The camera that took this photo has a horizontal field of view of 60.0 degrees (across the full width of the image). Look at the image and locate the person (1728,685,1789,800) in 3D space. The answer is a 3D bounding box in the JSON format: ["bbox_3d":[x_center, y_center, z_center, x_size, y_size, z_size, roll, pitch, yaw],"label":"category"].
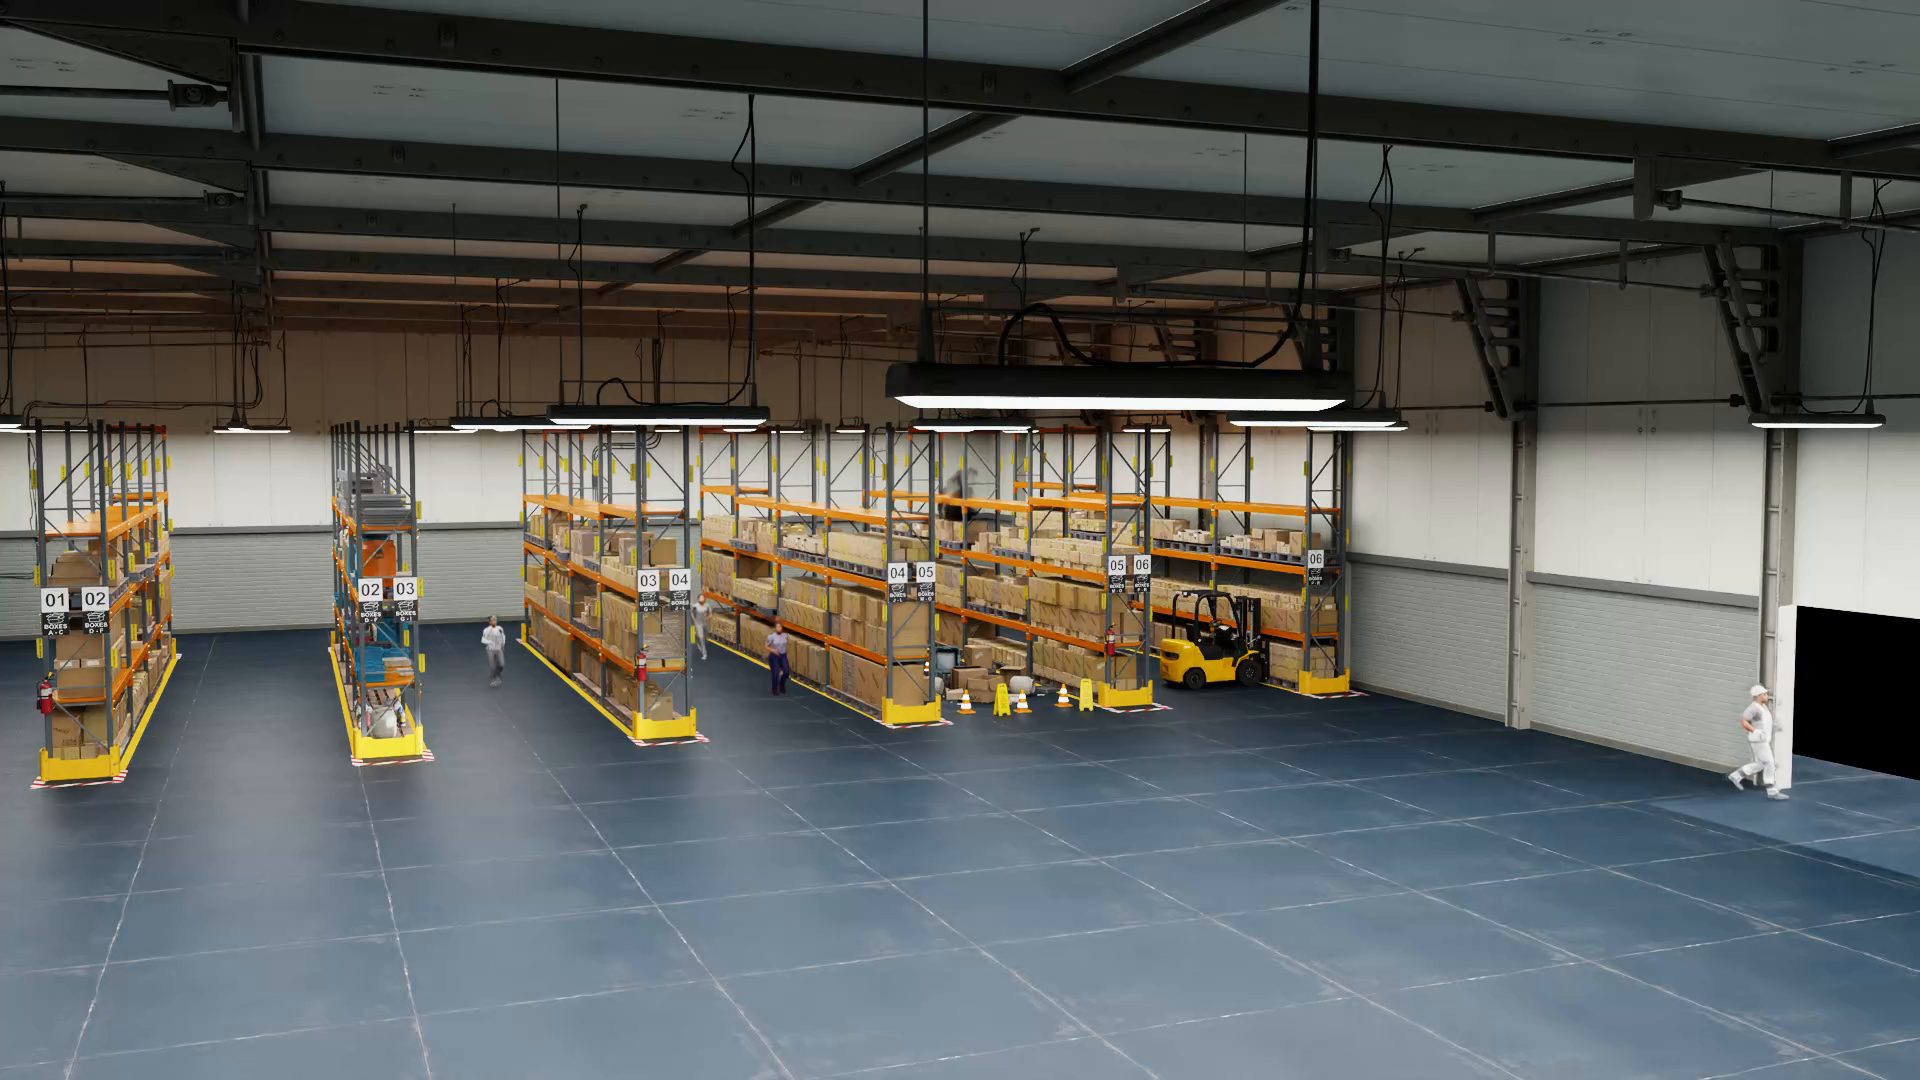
[{"bbox_3d":[12.617,3.179,26.252,0.906,1.770,0.672,3,4,36],"label":"person"}]

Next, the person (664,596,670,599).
[{"bbox_3d":[-8.650,1.867,48.375,0.714,1.690,0.634,3,5,40],"label":"person"}]

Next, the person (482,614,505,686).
[{"bbox_3d":[-10.575,2.514,37.868,0.587,1.656,0.595,-2,4,-32],"label":"person"}]

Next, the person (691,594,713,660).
[{"bbox_3d":[-6.680,2.220,43.081,0.537,1.666,1.103,-2,4,-25],"label":"person"}]

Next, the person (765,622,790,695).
[{"bbox_3d":[-3.994,2.666,36.644,0.612,1.536,0.586,-2,4,-27],"label":"person"}]
